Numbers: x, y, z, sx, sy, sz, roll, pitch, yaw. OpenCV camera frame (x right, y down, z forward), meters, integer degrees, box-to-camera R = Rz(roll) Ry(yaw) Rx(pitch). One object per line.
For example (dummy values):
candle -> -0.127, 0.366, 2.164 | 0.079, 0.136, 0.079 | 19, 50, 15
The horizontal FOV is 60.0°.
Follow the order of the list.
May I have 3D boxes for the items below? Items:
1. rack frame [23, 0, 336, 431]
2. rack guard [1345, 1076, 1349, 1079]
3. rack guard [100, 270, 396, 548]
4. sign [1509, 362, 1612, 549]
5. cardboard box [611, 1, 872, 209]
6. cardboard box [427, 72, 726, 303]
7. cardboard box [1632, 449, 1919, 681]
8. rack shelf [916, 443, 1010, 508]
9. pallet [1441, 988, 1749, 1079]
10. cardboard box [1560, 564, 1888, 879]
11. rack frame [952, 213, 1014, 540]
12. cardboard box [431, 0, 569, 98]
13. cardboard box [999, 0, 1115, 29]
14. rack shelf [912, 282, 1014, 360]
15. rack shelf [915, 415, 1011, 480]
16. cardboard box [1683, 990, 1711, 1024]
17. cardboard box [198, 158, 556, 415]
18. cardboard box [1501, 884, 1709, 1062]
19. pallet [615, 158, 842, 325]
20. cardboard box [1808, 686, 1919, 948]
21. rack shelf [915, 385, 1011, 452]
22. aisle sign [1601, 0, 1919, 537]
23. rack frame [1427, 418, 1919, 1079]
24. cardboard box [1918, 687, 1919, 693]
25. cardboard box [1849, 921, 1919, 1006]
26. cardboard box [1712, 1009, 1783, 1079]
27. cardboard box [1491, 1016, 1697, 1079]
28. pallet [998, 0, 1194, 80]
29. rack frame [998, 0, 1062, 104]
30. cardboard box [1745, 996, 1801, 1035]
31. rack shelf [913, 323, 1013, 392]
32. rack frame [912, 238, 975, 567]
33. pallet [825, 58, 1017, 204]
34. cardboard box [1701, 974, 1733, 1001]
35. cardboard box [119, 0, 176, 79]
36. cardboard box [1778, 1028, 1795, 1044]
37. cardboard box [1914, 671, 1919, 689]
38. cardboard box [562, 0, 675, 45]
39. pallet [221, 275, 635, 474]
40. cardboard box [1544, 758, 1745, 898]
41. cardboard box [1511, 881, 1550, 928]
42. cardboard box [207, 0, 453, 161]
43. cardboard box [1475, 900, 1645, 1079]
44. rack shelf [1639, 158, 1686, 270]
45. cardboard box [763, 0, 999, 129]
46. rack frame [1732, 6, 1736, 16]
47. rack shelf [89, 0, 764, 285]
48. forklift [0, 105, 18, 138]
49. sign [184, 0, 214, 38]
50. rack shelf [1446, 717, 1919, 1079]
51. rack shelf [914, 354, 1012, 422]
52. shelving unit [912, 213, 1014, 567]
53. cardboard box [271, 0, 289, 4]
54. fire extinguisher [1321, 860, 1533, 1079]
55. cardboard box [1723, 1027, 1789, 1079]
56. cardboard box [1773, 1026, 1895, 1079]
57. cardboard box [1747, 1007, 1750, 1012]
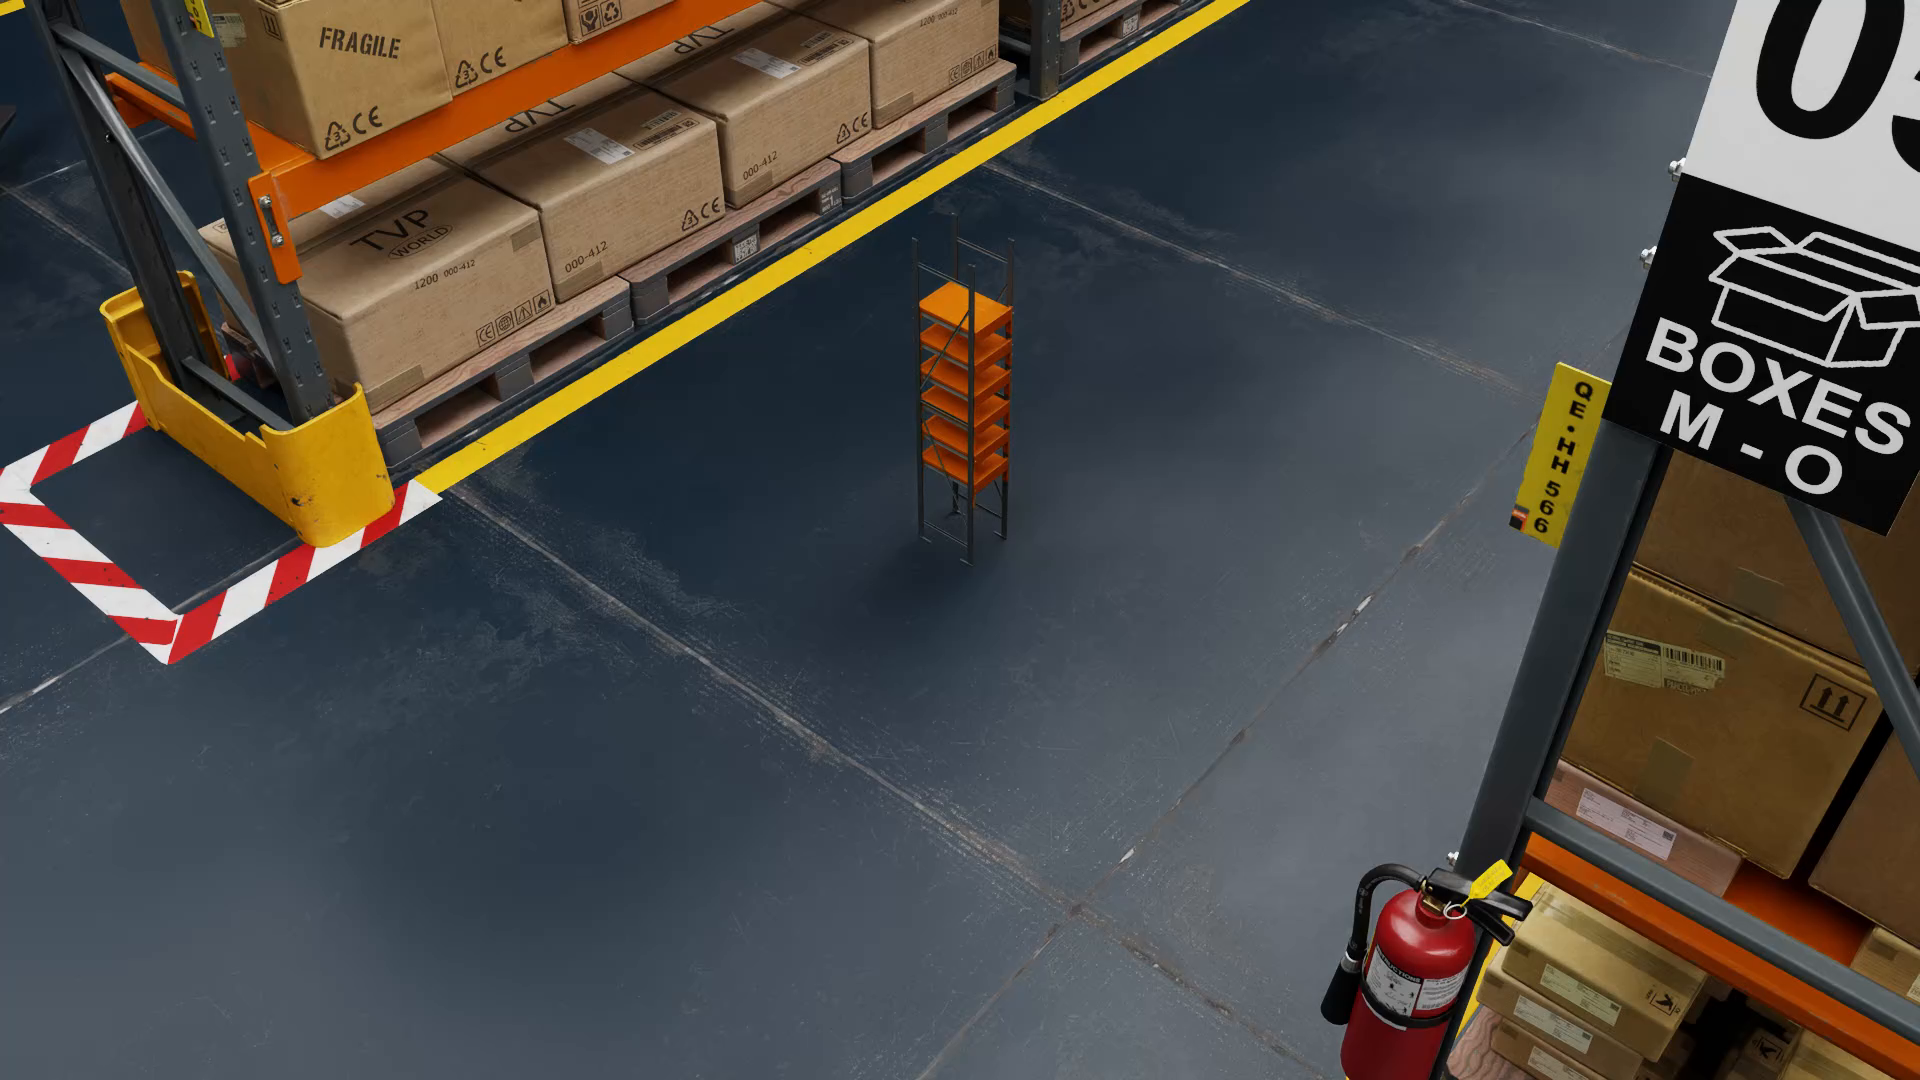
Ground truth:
rack frame -> -2.514, -1.418, 5.080 | 1.000, 3.000, 0.127 | 29, 50, 28
rack guard -> 1.388, 1.559, 3.664 | 1.175, 0.500, 0.348 | 29, 50, 28
rack guard -> -2.530, -0.481, 5.907 | 1.175, 0.500, 0.348 | 29, 50, 28
sign -> 0.927, -0.123, 2.560 | 0.100, 0.325, 0.005 | 29, 50, 28
cardboard box -> -1.002, -1.947, 7.254 | 0.875, 0.438, 0.875 | 28, 49, 27
cardboard box -> -1.584, -1.483, 6.744 | 0.875, 0.438, 0.875 | 31, 51, 29
cardboard box -> 1.443, -0.187, 2.687 | 0.500, 0.500, 0.500 | 28, 49, 28
rack shelf -> 0.009, -0.241, 5.546 | 0.258, 0.103, 0.180 | 29, 50, 28
pallet -> 1.938, 1.263, 4.204 | 1.003, 0.211, 1.213 | 29, 50, 28
cardboard box -> 1.432, 0.183, 3.023 | 0.500, 0.500, 0.500 | 31, 50, 29
rack frame -> 0.068, -0.498, 5.406 | 0.240, 1.200, 0.006 | 29, 50, 28
cardboard box -> -1.681, -1.850, 5.481 | 0.500, 0.500, 0.500 | 29, 50, 28
cardboard box -> 0.398, -3.201, 8.308 | 0.875, 0.875, 0.875 | 31, 51, 30
rack shelf -> 0.009, -0.685, 5.142 | 0.258, 0.103, 0.180 | 29, 50, 28
rack shelf -> 0.009, -0.330, 5.465 | 0.258, 0.103, 0.180 | 29, 50, 28
cardboard box -> 1.670, 0.956, 4.055 | 0.380, 0.149, 0.250 | 28, 49, 28
cardboard box -> -2.166, -1.008, 6.222 | 0.875, 0.438, 0.875 | 28, 49, 27
cardboard box -> 1.486, 0.970, 3.818 | 0.380, 0.149, 0.250 | 30, 50, 29
pallet -> -1.274, -1.457, 7.196 | 1.003, 0.211, 1.213 | 29, 50, 28
cardboard box -> 1.840, 0.415, 2.769 | 0.500, 0.500, 0.500 | 32, 51, 30
rack shelf -> 0.009, -0.419, 5.384 | 0.258, 0.103, 0.180 | 29, 50, 28
aisle sign -> 1.063, -0.381, 2.007 | 0.394, 0.787, 0.004 | 29, 50, 28
rack frame -> 1.339, 0.673, 2.780 | 1.000, 3.000, 0.127 | 29, 50, 28
cardboard box -> 1.831, 0.040, 2.438 | 0.500, 0.500, 0.500 | 29, 50, 28
cardboard box -> 1.799, 0.741, 2.892 | 0.380, 0.149, 0.250 | 29, 50, 28
cardboard box -> 2.027, 1.271, 3.929 | 0.380, 0.149, 0.250 | 29, 50, 28
cardboard box -> 1.519, 1.211, 3.995 | 0.380, 0.149, 0.250 | 30, 50, 29
pallet -> 0.499, -2.876, 8.756 | 1.003, 0.211, 1.213 | 29, 50, 28
rack frame -> 0.060, -3.477, 7.345 | 1.000, 3.000, 0.127 | 29, 50, 28
cardboard box -> 2.022, 1.036, 3.746 | 0.380, 0.149, 0.250 | 30, 50, 29
rack shelf -> 0.009, -0.596, 5.223 | 0.258, 0.103, 0.180 | 29, 50, 28
rack frame -> -0.050, -0.404, 5.303 | 0.240, 1.200, 0.006 | 29, 50, 28
pallet -> -0.489, -2.088, 7.890 | 1.003, 0.211, 1.213 | 29, 50, 28
cardboard box -> 1.692, 0.866, 3.933 | 0.380, 0.149, 0.250 | 30, 50, 29
cardboard box -> -2.407, -1.818, 5.445 | 0.500, 0.500, 0.500 | 30, 50, 29
cardboard box -> 2.092, 1.187, 3.800 | 0.380, 0.149, 0.250 | 29, 50, 28
cardboard box -> 2.165, 0.128, 3.084 | 0.500, 0.500, 0.500 | 30, 50, 29
cardboard box -> -1.340, -2.104, 5.760 | 0.500, 0.500, 0.500 | 29, 50, 28
pallet -> -2.060, -0.832, 6.508 | 1.003, 0.211, 1.213 | 29, 50, 28
cardboard box -> 1.333, 0.476, 3.184 | 0.380, 0.149, 0.250 | 30, 50, 28
cardboard box -> 1.606, 1.035, 4.189 | 0.380, 0.149, 0.250 | 31, 51, 30
cardboard box -> -1.986, -1.578, 5.181 | 0.500, 0.500, 0.500 | 29, 50, 28
cardboard box -> 1.461, 1.067, 3.932 | 0.380, 0.149, 0.250 | 28, 49, 27
rack shelf -> 2.627, -1.200, 3.145 | 1.077, 0.370, 4.000 | 29, 50, 28
cardboard box -> -0.426, -2.408, 7.761 | 0.875, 0.438, 0.875 | 29, 50, 28
rack frame -> 1.339, -1.546, 0.762 | 1.000, 3.000, 0.127 | 29, 50, 28
rack shelf -> -1.227, -2.182, 6.454 | 1.077, 0.370, 4.000 | 29, 50, 28
forklift -> -4.635, -1.889, 5.649 | 1.130, 2.935, 3.031 | 0, 42, 0
sign -> -2.093, -1.524, 4.494 | 0.100, 0.325, 0.005 | 29, 50, 28
rack shelf -> 2.627, -0.090, 4.154 | 1.077, 0.370, 4.000 | 29, 50, 28
rack shelf -> 0.009, -0.507, 5.304 | 0.258, 0.103, 0.180 | 29, 50, 28
shelving unit -> 0.009, -0.451, 5.355 | 0.258, 1.200, 0.189 | 29, 50, 28
cardboard box -> -1.987, -1.949, 4.846 | 0.500, 0.500, 0.500 | 28, 49, 28
fire extinguisher -> 0.824, 0.770, 3.008 | 0.296, 0.674, 0.183 | 29, 50, 28
cardboard box -> 1.873, 1.304, 3.672 | 0.380, 0.149, 0.250 | 32, 51, 30
cardboard box -> 1.937, 1.230, 3.532 | 0.380, 0.149, 0.250 | 27, 49, 27
cardboard box -> 2.182, 1.140, 4.073 | 0.380, 0.149, 0.250 | 30, 50, 29
